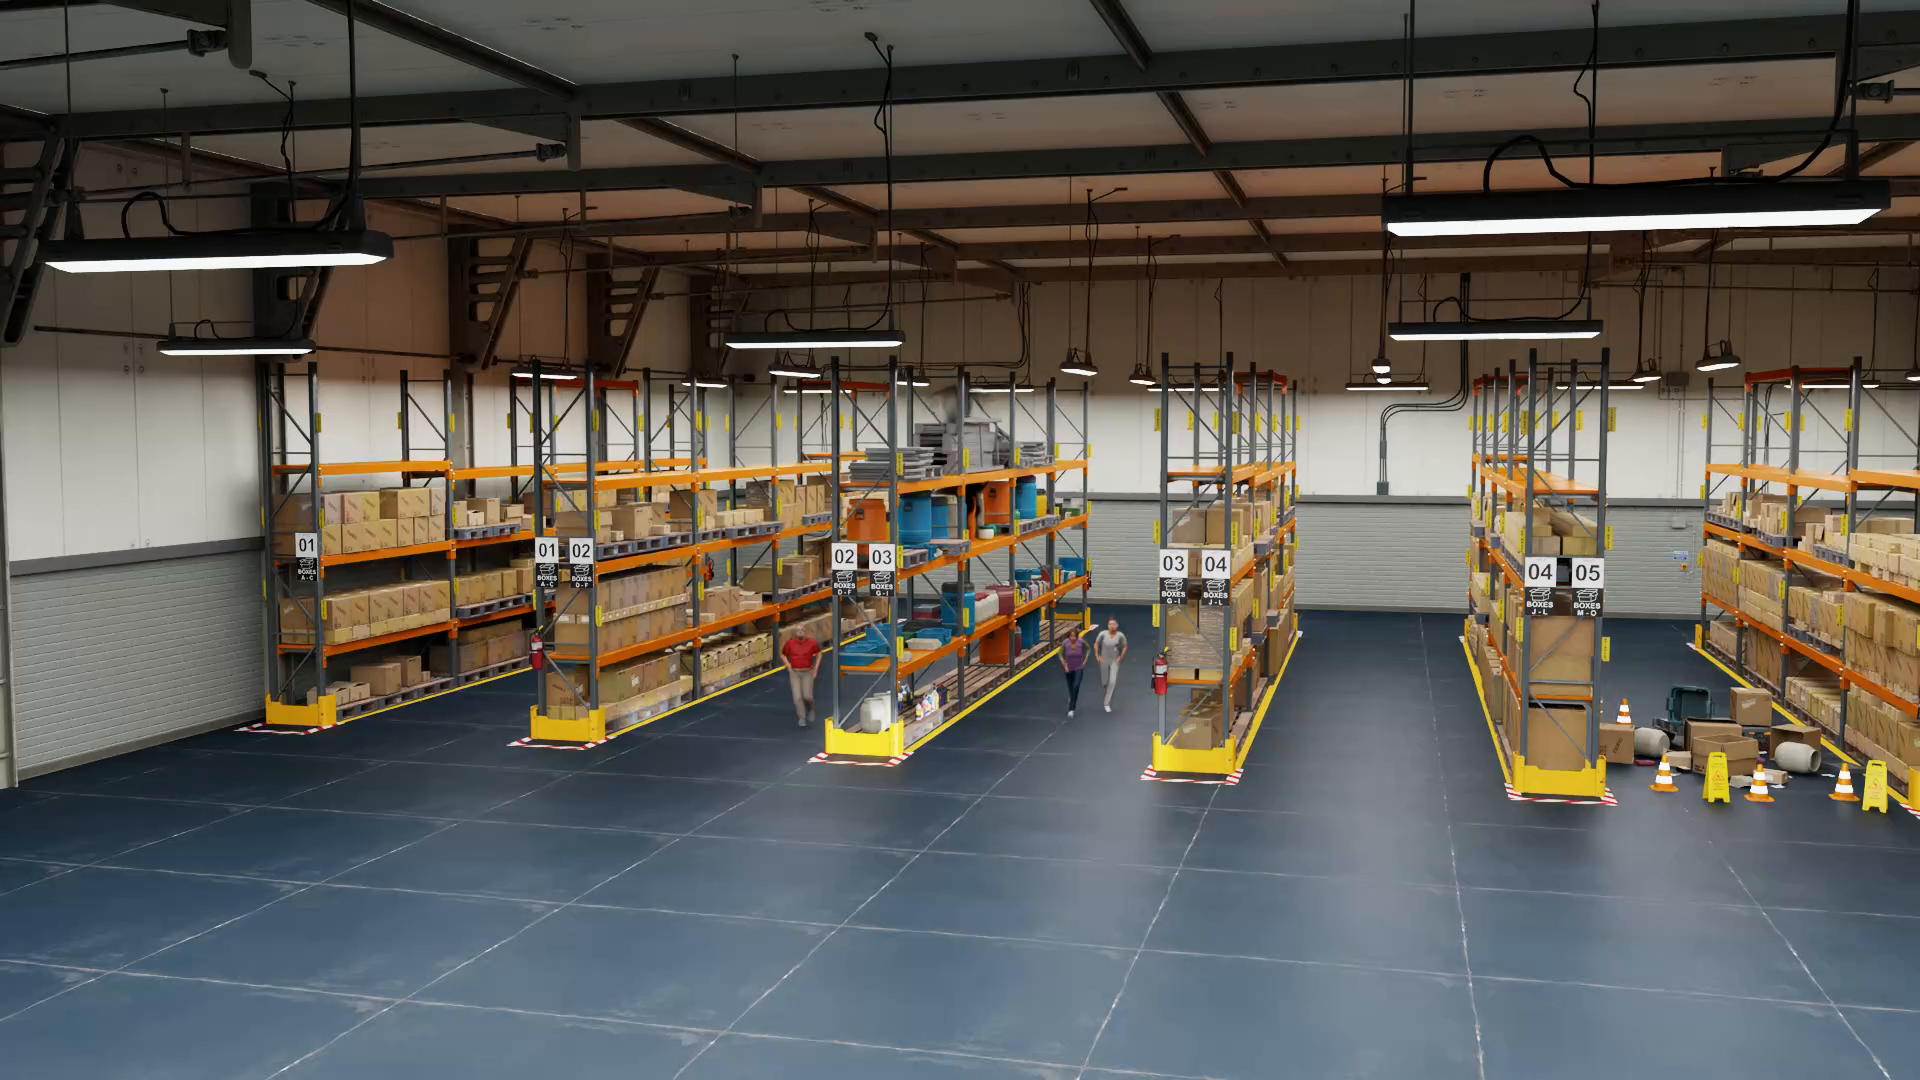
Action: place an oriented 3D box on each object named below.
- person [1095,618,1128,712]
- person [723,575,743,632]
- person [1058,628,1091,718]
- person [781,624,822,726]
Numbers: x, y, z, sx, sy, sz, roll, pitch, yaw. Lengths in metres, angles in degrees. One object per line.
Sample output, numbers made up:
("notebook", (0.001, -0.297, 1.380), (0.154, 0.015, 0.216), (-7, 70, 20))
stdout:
("person", (2.655, 2.162, 29.203), (0.575, 1.646, 0.812), (1, 4, 9))
("person", (-5.228, 1.512, 38.522), (0.571, 1.594, 0.677), (1, 4, 16))
("person", (1.959, 2.253, 28.609), (0.559, 1.537, 0.894), (0, 4, 1))
("person", (-2.630, 2.227, 27.464), (0.664, 1.690, 0.594), (0, 4, 2))
